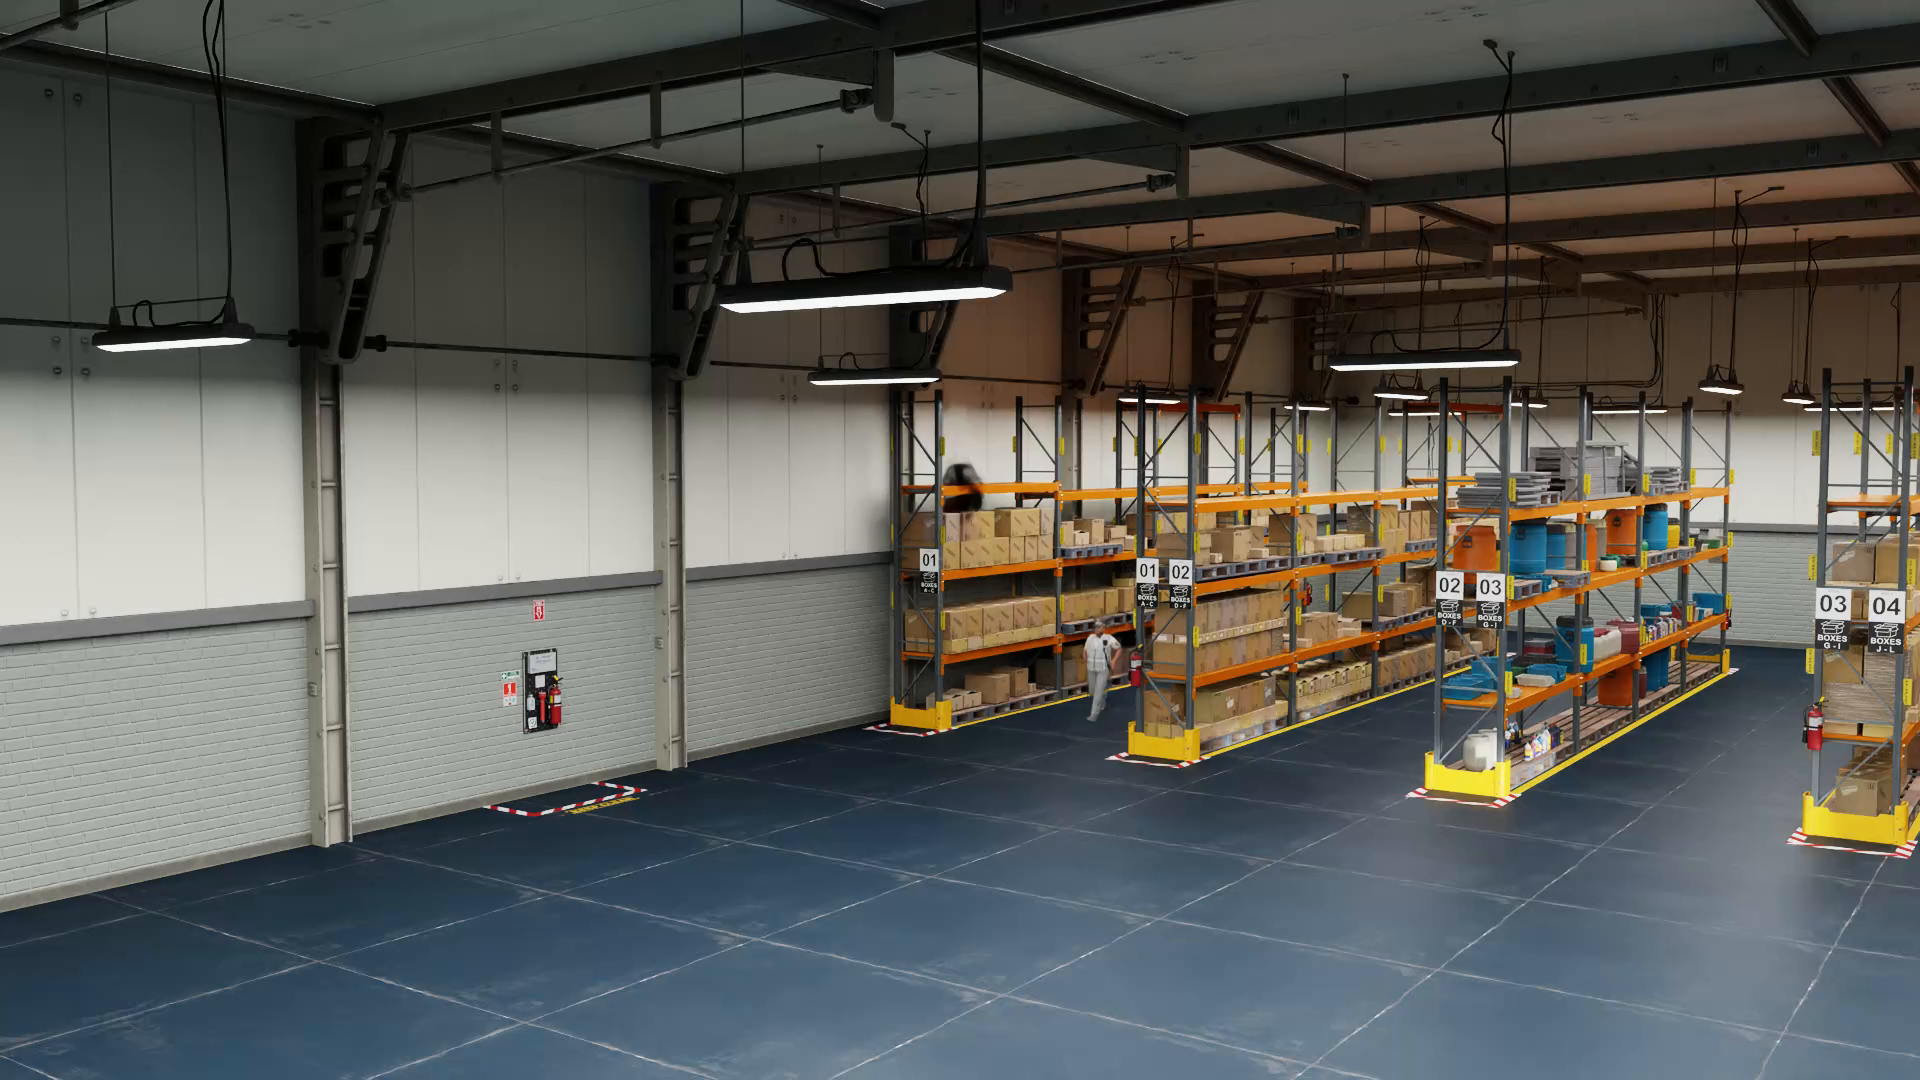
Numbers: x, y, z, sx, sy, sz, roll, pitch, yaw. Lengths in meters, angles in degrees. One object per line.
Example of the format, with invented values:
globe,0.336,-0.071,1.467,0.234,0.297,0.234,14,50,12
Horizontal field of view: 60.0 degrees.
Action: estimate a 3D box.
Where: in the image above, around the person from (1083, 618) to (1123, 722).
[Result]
person,2.408,2.221,28.698,0.674,1.751,0.989,2,4,29
